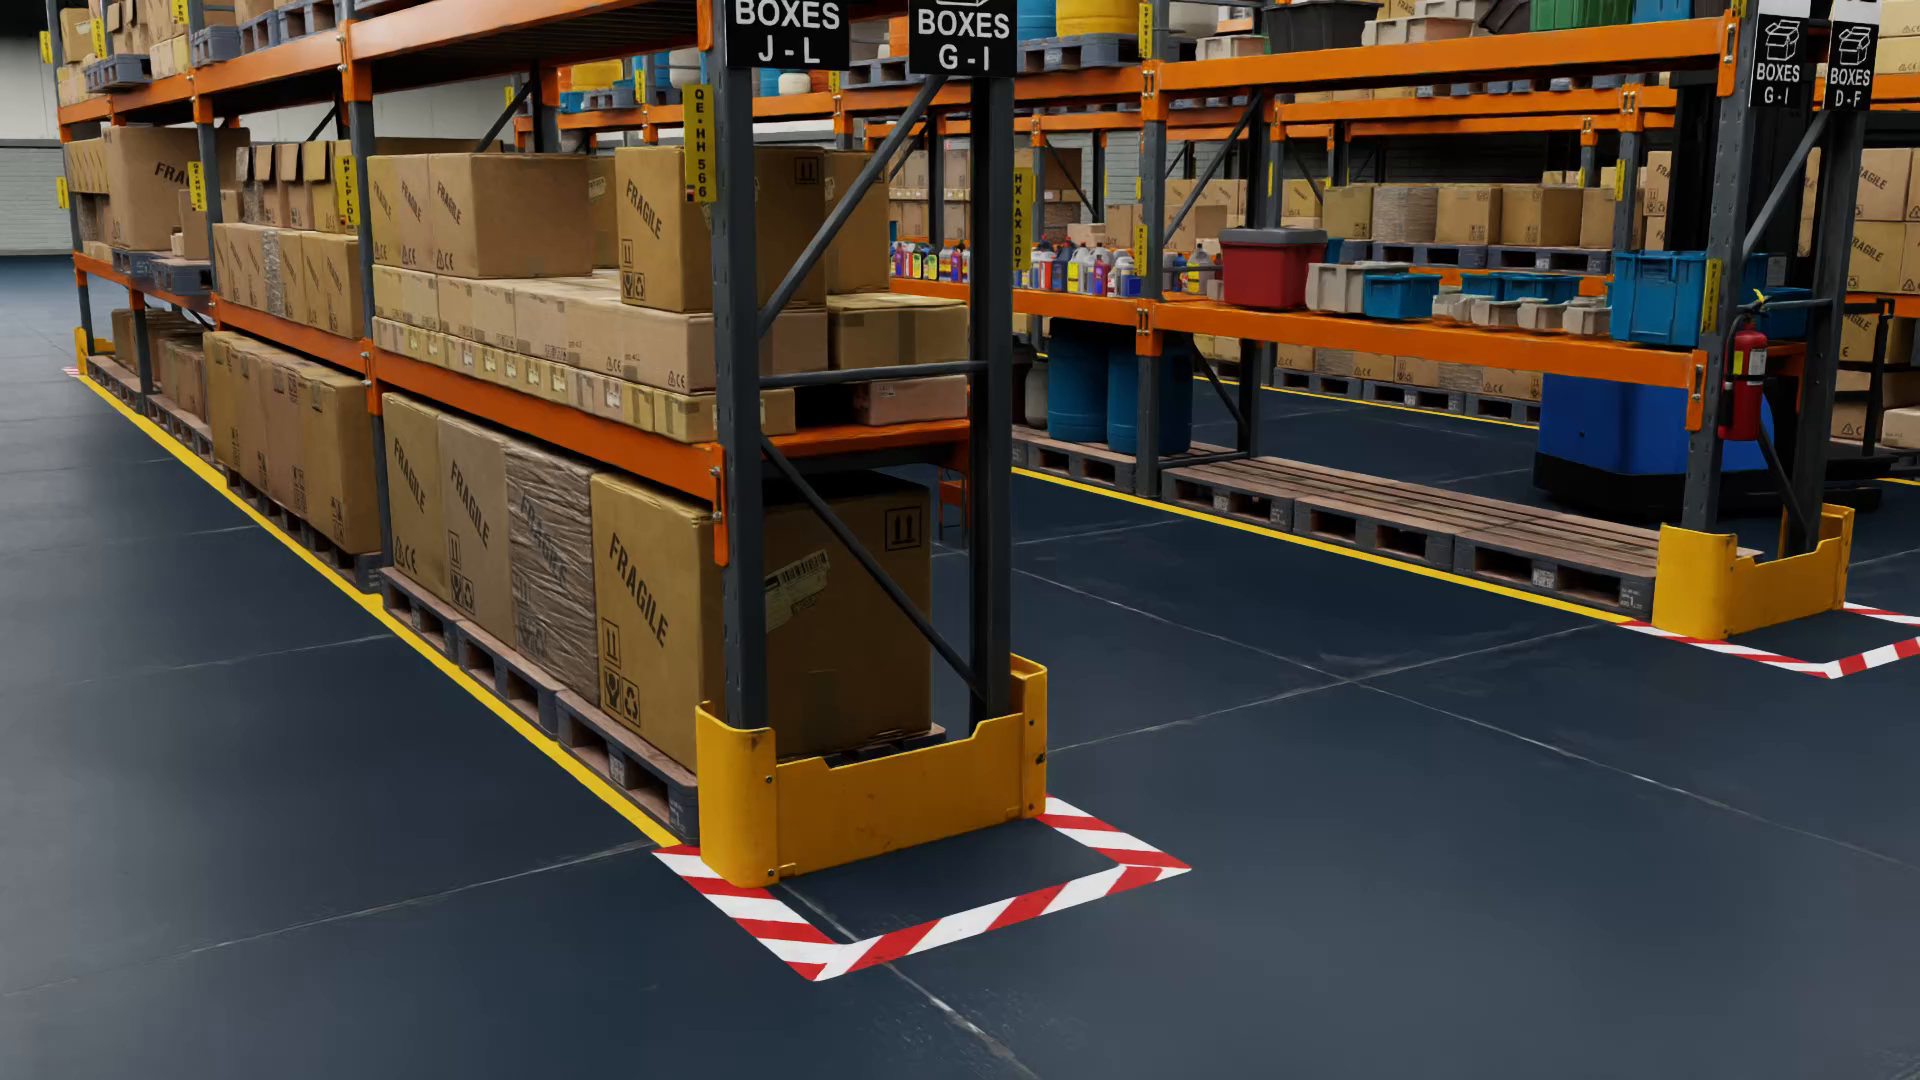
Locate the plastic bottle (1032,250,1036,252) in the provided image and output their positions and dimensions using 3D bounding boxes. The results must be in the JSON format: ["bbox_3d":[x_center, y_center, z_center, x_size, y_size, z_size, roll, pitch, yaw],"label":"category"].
[{"bbox_3d":[0.550,-2.012,12.344,0.097,0.271,0.097,0,12,0],"label":"plastic bottle"}]

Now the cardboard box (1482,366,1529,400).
[{"bbox_3d":[4.976,-1.528,14.647,0.500,0.500,0.500,-8,15,-33],"label":"cardboard box"}]

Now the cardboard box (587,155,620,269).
[{"bbox_3d":[-1.743,-1.518,7.681,0.500,0.500,0.500,-8,15,-32],"label":"cardboard box"}]

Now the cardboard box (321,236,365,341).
[{"bbox_3d":[-2.981,-1.319,8.638,0.500,0.500,0.500,-8,15,-33],"label":"cardboard box"}]

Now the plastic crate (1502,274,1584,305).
[{"bbox_3d":[3.253,-1.359,9.305,0.416,0.233,0.300,-8,15,-33],"label":"plastic crate"}]

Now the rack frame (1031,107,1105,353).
[{"bbox_3d":[1.322,-3.814,20.281,1.000,3.000,0.127,-8,15,-33],"label":"rack frame"}]

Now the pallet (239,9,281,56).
[{"bbox_3d":[-3.687,-2.997,9.966,1.003,0.211,1.213,-7,14,-30],"label":"pallet"}]

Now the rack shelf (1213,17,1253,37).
[{"bbox_3d":[4.336,-7.334,24.028,1.077,0.370,4.000,-8,15,-33],"label":"rack shelf"}]

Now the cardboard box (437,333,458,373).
[{"bbox_3d":[-2.026,-0.819,7.174,0.380,0.149,0.250,-8,15,-34],"label":"cardboard box"}]

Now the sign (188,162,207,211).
[{"bbox_3d":[-5.157,-2.392,11.252,0.100,0.325,0.005,-8,15,-33],"label":"sign"}]

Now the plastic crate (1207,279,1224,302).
[{"bbox_3d":[1.768,-1.606,10.663,0.396,0.136,0.243,-8,15,-33],"label":"plastic crate"}]

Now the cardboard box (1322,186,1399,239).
[{"bbox_3d":[3.981,-3.258,16.521,0.500,0.500,0.700,9,15,36],"label":"cardboard box"}]

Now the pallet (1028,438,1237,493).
[{"bbox_3d":[1.236,-0.585,12.045,1.003,0.211,1.213,-8,15,-33],"label":"pallet"}]

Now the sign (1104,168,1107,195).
[{"bbox_3d":[1.769,-4.407,20.467,0.100,0.325,0.005,-8,15,-33],"label":"sign"}]

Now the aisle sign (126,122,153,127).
[{"bbox_3d":[-8.927,-4.670,18.110,0.394,0.787,0.004,-8,15,-33],"label":"aisle sign"}]

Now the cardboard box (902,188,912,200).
[{"bbox_3d":[-0.570,-4.705,22.601,0.380,0.149,0.250,-8,15,-33],"label":"cardboard box"}]

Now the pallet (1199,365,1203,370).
[{"bbox_3d":[2.443,-2.108,19.007,1.003,0.211,1.213,-8,15,-33],"label":"pallet"}]

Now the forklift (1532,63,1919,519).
[{"bbox_3d":[5.427,-1.705,10.799,3.031,2.935,1.130,-3,13,-13],"label":"forklift"}]

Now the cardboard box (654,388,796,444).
[{"bbox_3d":[-0.749,-0.409,5.301,0.380,0.149,0.250,-8,15,-32],"label":"cardboard box"}]

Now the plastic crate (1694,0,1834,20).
[{"bbox_3d":[3.864,-2.597,8.001,0.497,0.269,0.590,-8,15,-33],"label":"plastic crate"}]

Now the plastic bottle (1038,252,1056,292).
[{"bbox_3d":[0.660,-1.931,11.963,0.152,0.276,0.135,-8,15,-33],"label":"plastic bottle"}]

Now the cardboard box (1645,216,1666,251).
[{"bbox_3d":[5.810,-2.317,13.202,0.500,0.500,0.500,-8,14,-31],"label":"cardboard box"}]

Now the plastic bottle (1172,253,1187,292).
[{"bbox_3d":[1.574,-1.918,11.911,0.097,0.271,0.097,0,12,0],"label":"plastic bottle"}]

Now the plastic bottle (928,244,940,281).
[{"bbox_3d":[-0.196,-2.192,13.138,0.061,0.283,0.133,-8,15,-33],"label":"plastic bottle"}]

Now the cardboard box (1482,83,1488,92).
[{"bbox_3d":[6.364,-5.794,21.098,0.500,0.500,0.500,-9,15,-35],"label":"cardboard box"}]

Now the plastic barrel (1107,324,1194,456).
[{"bbox_3d":[1.342,-1.084,11.728,0.600,0.901,0.708,-8,15,-33],"label":"plastic barrel"}]

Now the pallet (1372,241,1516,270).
[{"bbox_3d":[4.620,-2.663,15.469,1.003,0.211,1.213,-8,15,-33],"label":"pallet"}]

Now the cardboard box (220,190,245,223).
[{"bbox_3d":[-5.043,-2.276,12.031,0.500,0.500,0.500,-10,16,-40],"label":"cardboard box"}]

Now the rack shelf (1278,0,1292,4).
[{"bbox_3d":[4.647,-5.131,14.880,1.077,0.370,4.000,-8,15,-33],"label":"rack shelf"}]

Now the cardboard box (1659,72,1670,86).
[{"bbox_3d":[5.818,-3.667,12.941,0.500,0.250,0.500,-8,15,-33],"label":"cardboard box"}]

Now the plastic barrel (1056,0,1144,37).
[{"bbox_3d":[0.954,-3.706,11.344,0.600,0.588,0.600,0,12,0],"label":"plastic barrel"}]

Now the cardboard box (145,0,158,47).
[{"bbox_3d":[-5.738,-3.924,12.359,0.500,0.500,0.500,-8,15,-32],"label":"cardboard box"}]

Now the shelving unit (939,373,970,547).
[{"bbox_3d":[0.030,-0.503,9.706,0.215,1.050,0.252,-8,15,-33],"label":"shelving unit"}]

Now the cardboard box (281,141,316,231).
[{"bbox_3d":[-3.583,-2.103,9.874,0.797,0.503,0.637,-8,14,-31],"label":"cardboard box"}]

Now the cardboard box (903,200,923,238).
[{"bbox_3d":[-0.351,-4.397,22.712,0.700,0.500,0.500,-8,14,-31],"label":"cardboard box"}]

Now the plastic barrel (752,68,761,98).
[{"bbox_3d":[-1.978,-4.757,16.401,0.600,0.901,0.600,0,12,0],"label":"plastic barrel"}]

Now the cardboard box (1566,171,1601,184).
[{"bbox_3d":[7.444,-4.328,19.849,0.380,0.149,0.250,-11,16,-40],"label":"cardboard box"}]

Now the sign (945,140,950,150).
[{"bbox_3d":[-0.247,-7.747,32.840,0.001,0.298,0.199,-8,15,-33],"label":"sign"}]

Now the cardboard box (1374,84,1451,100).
[{"bbox_3d":[4.379,-4.360,15.522,0.910,0.500,0.500,-8,15,-33],"label":"cardboard box"}]

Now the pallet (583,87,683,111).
[{"bbox_3d":[-3.284,-4.718,17.836,1.213,0.211,1.003,-8,15,-33],"label":"pallet"}]

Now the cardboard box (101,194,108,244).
[{"bbox_3d":[-7.976,-3.187,16.486,0.875,0.500,0.500,-8,15,-33],"label":"cardboard box"}]

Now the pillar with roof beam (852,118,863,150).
[{"bbox_3d":[-5.897,-9.646,32.905,9.100,9.000,0.400,-8,15,-33],"label":"pillar with roof beam"}]

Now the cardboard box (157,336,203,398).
[{"bbox_3d":[-6.604,-1.524,14.631,0.700,0.500,0.500,-10,16,-37],"label":"cardboard box"}]

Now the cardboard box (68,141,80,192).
[{"bbox_3d":[-8.794,-3.816,17.020,0.500,0.500,0.500,-8,15,-33],"label":"cardboard box"}]

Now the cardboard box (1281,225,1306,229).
[{"bbox_3d":[3.373,-3.129,17.357,0.500,0.311,0.500,-7,14,-29],"label":"cardboard box"}]

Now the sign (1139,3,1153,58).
[{"bbox_3d":[1.170,-3.210,10.479,0.100,0.325,0.005,-8,15,-33],"label":"sign"}]

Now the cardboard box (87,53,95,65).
[{"bbox_3d":[-7.805,-4.391,15.317,0.380,0.149,0.250,-9,15,-34],"label":"cardboard box"}]

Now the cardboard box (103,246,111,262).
[{"bbox_3d":[-8.109,-2.791,16.192,0.380,0.149,0.250,-8,15,-33],"label":"cardboard box"}]

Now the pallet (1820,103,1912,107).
[{"bbox_3d":[9.328,-4.507,16.878,0.805,0.209,1.217,-9,15,-35],"label":"pallet"}]

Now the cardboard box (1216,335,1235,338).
[{"bbox_3d":[3.043,-2.302,17.509,0.500,0.311,0.500,-8,14,-31],"label":"cardboard box"}]

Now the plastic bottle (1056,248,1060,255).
[{"bbox_3d":[0.779,-2.117,12.824,0.097,0.271,0.097,0,12,0],"label":"plastic bottle"}]

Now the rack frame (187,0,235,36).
[{"bbox_3d":[-4.710,-4.861,11.028,1.000,3.000,0.127,-8,15,-33],"label":"rack frame"}]

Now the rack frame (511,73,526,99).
[{"bbox_3d":[-5.019,-6.870,20.215,1.000,3.000,0.127,-8,15,-33],"label":"rack frame"}]

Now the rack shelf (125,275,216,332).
[{"bbox_3d":[-5.818,-1.935,13.372,1.077,0.370,4.000,-8,15,-33],"label":"rack shelf"}]
